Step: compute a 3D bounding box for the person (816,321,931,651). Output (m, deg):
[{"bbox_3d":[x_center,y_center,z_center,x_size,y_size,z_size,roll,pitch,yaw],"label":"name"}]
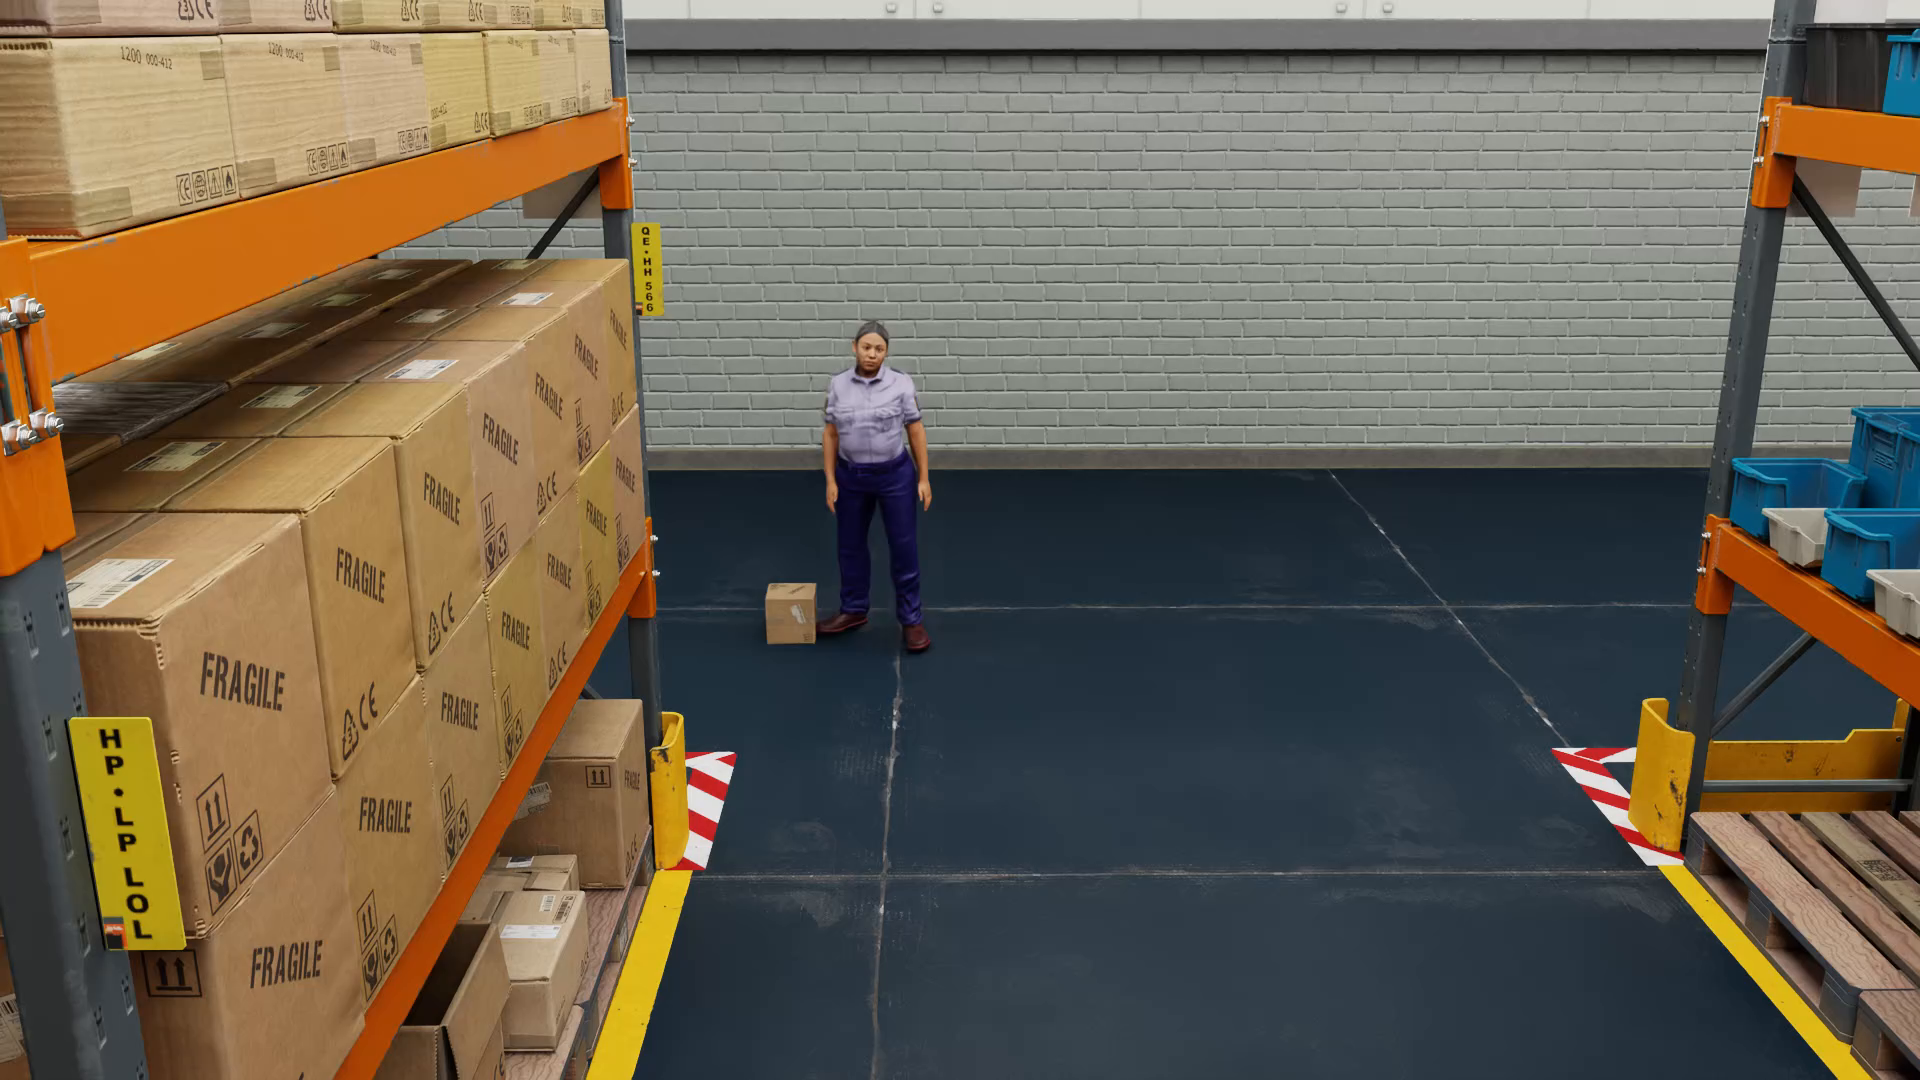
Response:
[{"bbox_3d":[-0.449,-0.285,8.425,0.635,1.654,0.380,3,18,10],"label":"person"}]
